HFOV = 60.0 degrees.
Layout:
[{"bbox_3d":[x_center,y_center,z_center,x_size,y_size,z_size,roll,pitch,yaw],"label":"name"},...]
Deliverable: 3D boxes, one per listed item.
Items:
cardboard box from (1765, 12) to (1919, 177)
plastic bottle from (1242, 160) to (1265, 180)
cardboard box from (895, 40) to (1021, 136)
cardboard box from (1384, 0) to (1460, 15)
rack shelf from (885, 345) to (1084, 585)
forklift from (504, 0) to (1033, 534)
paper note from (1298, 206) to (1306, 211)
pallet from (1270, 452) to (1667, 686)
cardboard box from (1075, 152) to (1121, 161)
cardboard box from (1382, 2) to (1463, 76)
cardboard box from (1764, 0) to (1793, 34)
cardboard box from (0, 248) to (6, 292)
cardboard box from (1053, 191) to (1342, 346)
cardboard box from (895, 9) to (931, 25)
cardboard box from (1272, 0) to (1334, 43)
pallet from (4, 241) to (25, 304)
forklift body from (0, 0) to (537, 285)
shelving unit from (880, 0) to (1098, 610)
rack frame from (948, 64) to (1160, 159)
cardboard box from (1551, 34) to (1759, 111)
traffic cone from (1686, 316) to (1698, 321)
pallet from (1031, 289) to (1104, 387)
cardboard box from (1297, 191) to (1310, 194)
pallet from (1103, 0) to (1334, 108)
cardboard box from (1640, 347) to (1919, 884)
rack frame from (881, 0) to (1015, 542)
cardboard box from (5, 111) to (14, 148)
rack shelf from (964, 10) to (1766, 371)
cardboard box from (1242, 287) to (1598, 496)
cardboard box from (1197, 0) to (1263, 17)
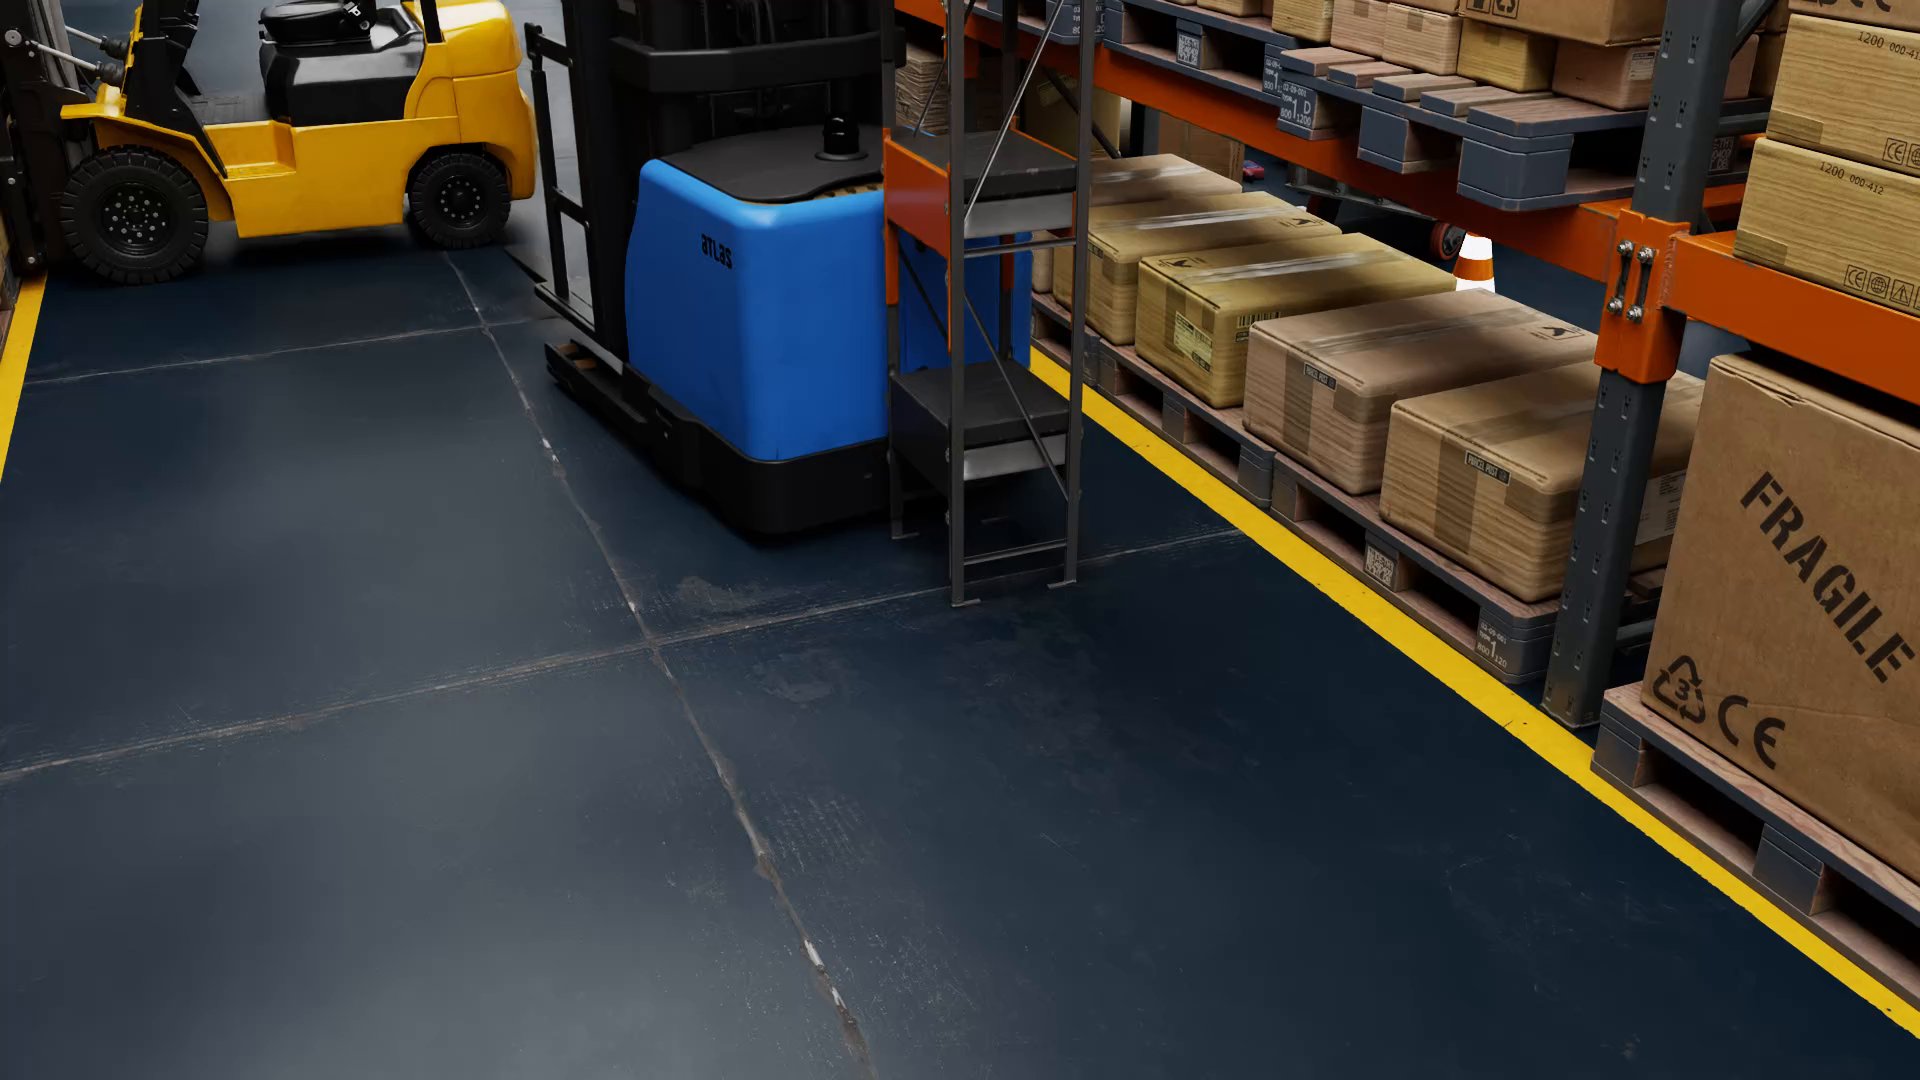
[{"bbox_3d":[1.968,-0.877,3.228,0.500,0.250,0.500,-11,28,-21],"label":"cardboard box"},{"bbox_3d":[1.651,-2.104,9.489,0.133,0.061,0.283,-6,27,-12],"label":"plastic bottle"},{"bbox_3d":[-0.048,-2.064,7.859,0.500,0.500,0.500,-11,28,-21],"label":"cardboard box"},{"bbox_3d":[1.351,-1.676,4.333,0.500,0.500,0.500,-11,28,-21],"label":"cardboard box"},{"bbox_3d":[0.065,-0.235,4.966,0.431,0.518,0.480,-11,28,-21],"label":"rack shelf"},{"bbox_3d":[-0.954,-1.939,5.880,1.130,2.935,3.031,-15,30,-28],"label":"forklift"},{"bbox_3d":[1.793,-1.754,8.808,0.148,0.019,0.142,-11,28,-21],"label":"paper note"},{"bbox_3d":[1.692,-0.029,5.069,1.003,0.211,1.213,-11,28,-21],"label":"pallet"},{"bbox_3d":[0.448,-1.819,8.212,0.500,0.250,0.500,-12,28,-23],"label":"cardboard box"},{"bbox_3d":[1.341,-1.324,4.350,0.380,0.149,0.250,-11,28,-21],"label":"cardboard box"},{"bbox_3d":[2.034,-1.555,4.085,0.500,0.500,0.500,-11,28,-22],"label":"cardboard box"},{"bbox_3d":[-4.233,-1.134,6.810,0.500,0.250,0.500,-11,28,-22],"label":"cardboard box"},{"bbox_3d":[0.923,-1.088,6.576,0.950,0.372,0.625,-9,27,-17],"label":"cardboard box"},{"bbox_3d":[-0.450,-2.475,8.701,0.500,0.500,0.500,-9,27,-18],"label":"cardboard box"},{"bbox_3d":[1.129,-1.536,4.784,0.380,0.149,0.250,-10,28,-20],"label":"cardboard box"},{"bbox_3d":[-4.890,-1.295,7.662,1.003,0.211,1.213,-11,28,-21],"label":"pallet"},{"bbox_3d":[-3.280,-2.508,7.936,2.313,2.155,1.214,-11,28,-21],"label":"forklift body"},{"bbox_3d":[0.065,-0.877,4.652,0.431,2.100,0.503,-11,28,-21],"label":"shelving unit"},{"bbox_3d":[0.431,-2.581,7.118,1.000,3.000,0.127,-11,28,-21],"label":"rack frame"},{"bbox_3d":[1.652,-1.134,3.962,0.380,0.149,0.250,-10,28,-19],"label":"cardboard box"},{"bbox_3d":[3.238,-1.236,7.254,0.336,0.463,0.334,-11,28,-21],"label":"traffic cone"},{"bbox_3d":[0.737,-1.014,7.086,1.003,0.211,1.213,-11,28,-21],"label":"pallet"},{"bbox_3d":[2.087,-2.050,9.147,0.396,0.266,0.258,13,29,24],"label":"cardboard box"},{"bbox_3d":[1.184,-1.672,5.475,1.003,0.211,1.213,-11,28,-21],"label":"pallet"},{"bbox_3d":[2.191,0.093,3.584,0.875,0.875,0.875,-11,28,-21],"label":"cardboard box"},{"bbox_3d":[-0.031,-0.975,4.854,0.400,2.100,0.015,-11,28,-21],"label":"rack frame"},{"bbox_3d":[-4.815,-1.967,7.946,0.500,0.250,0.500,-11,28,-22],"label":"cardboard box"},{"bbox_3d":[1.214,-1.451,5.622,1.077,0.370,4.000,-11,28,-21],"label":"rack shelf"},{"bbox_3d":[1.489,-0.501,5.373,0.950,0.372,0.625,-11,28,-22],"label":"cardboard box"},{"bbox_3d":[0.973,-1.746,5.215,0.380,0.149,0.250,-12,28,-22],"label":"cardboard box"}]
